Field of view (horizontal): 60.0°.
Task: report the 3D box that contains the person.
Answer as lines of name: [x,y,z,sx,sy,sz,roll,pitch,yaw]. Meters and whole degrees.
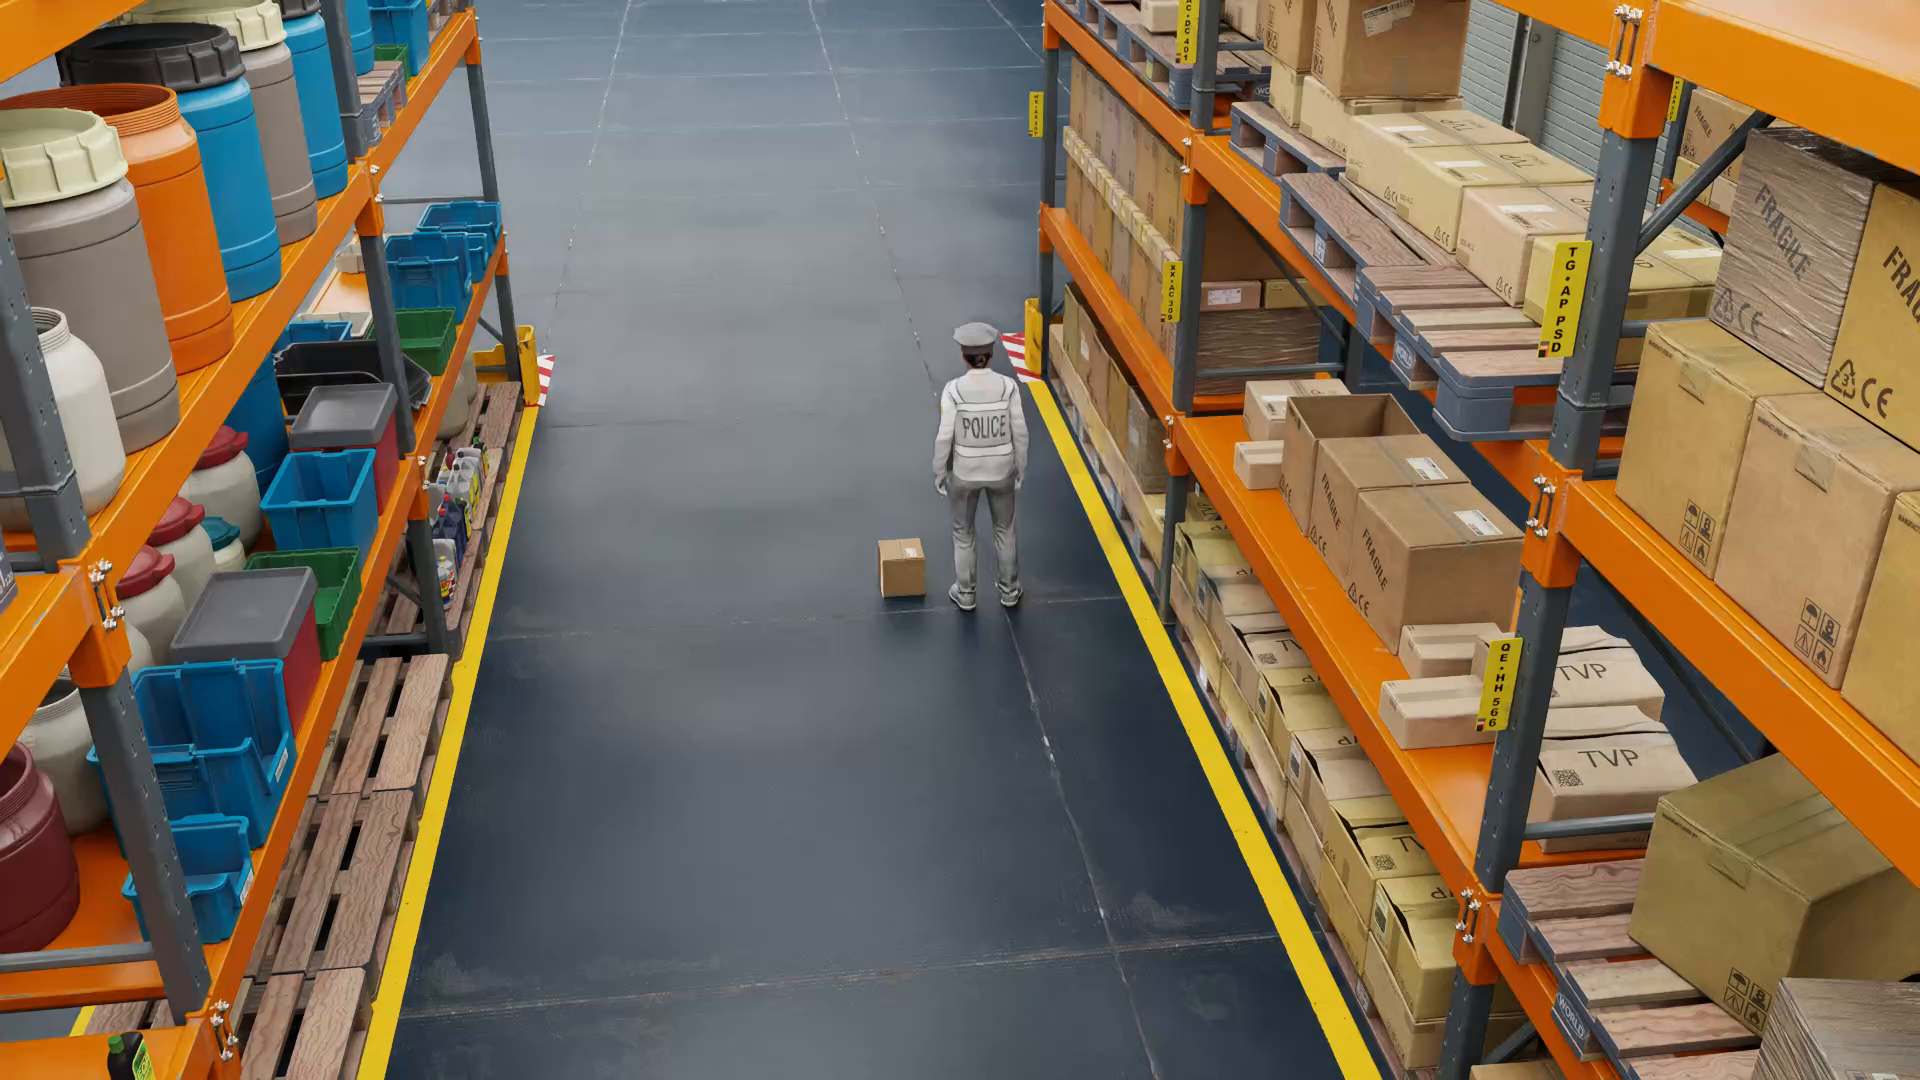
person: [0.117,-0.383,9.355,0.538,1.663,0.378,-4,28,-7]
